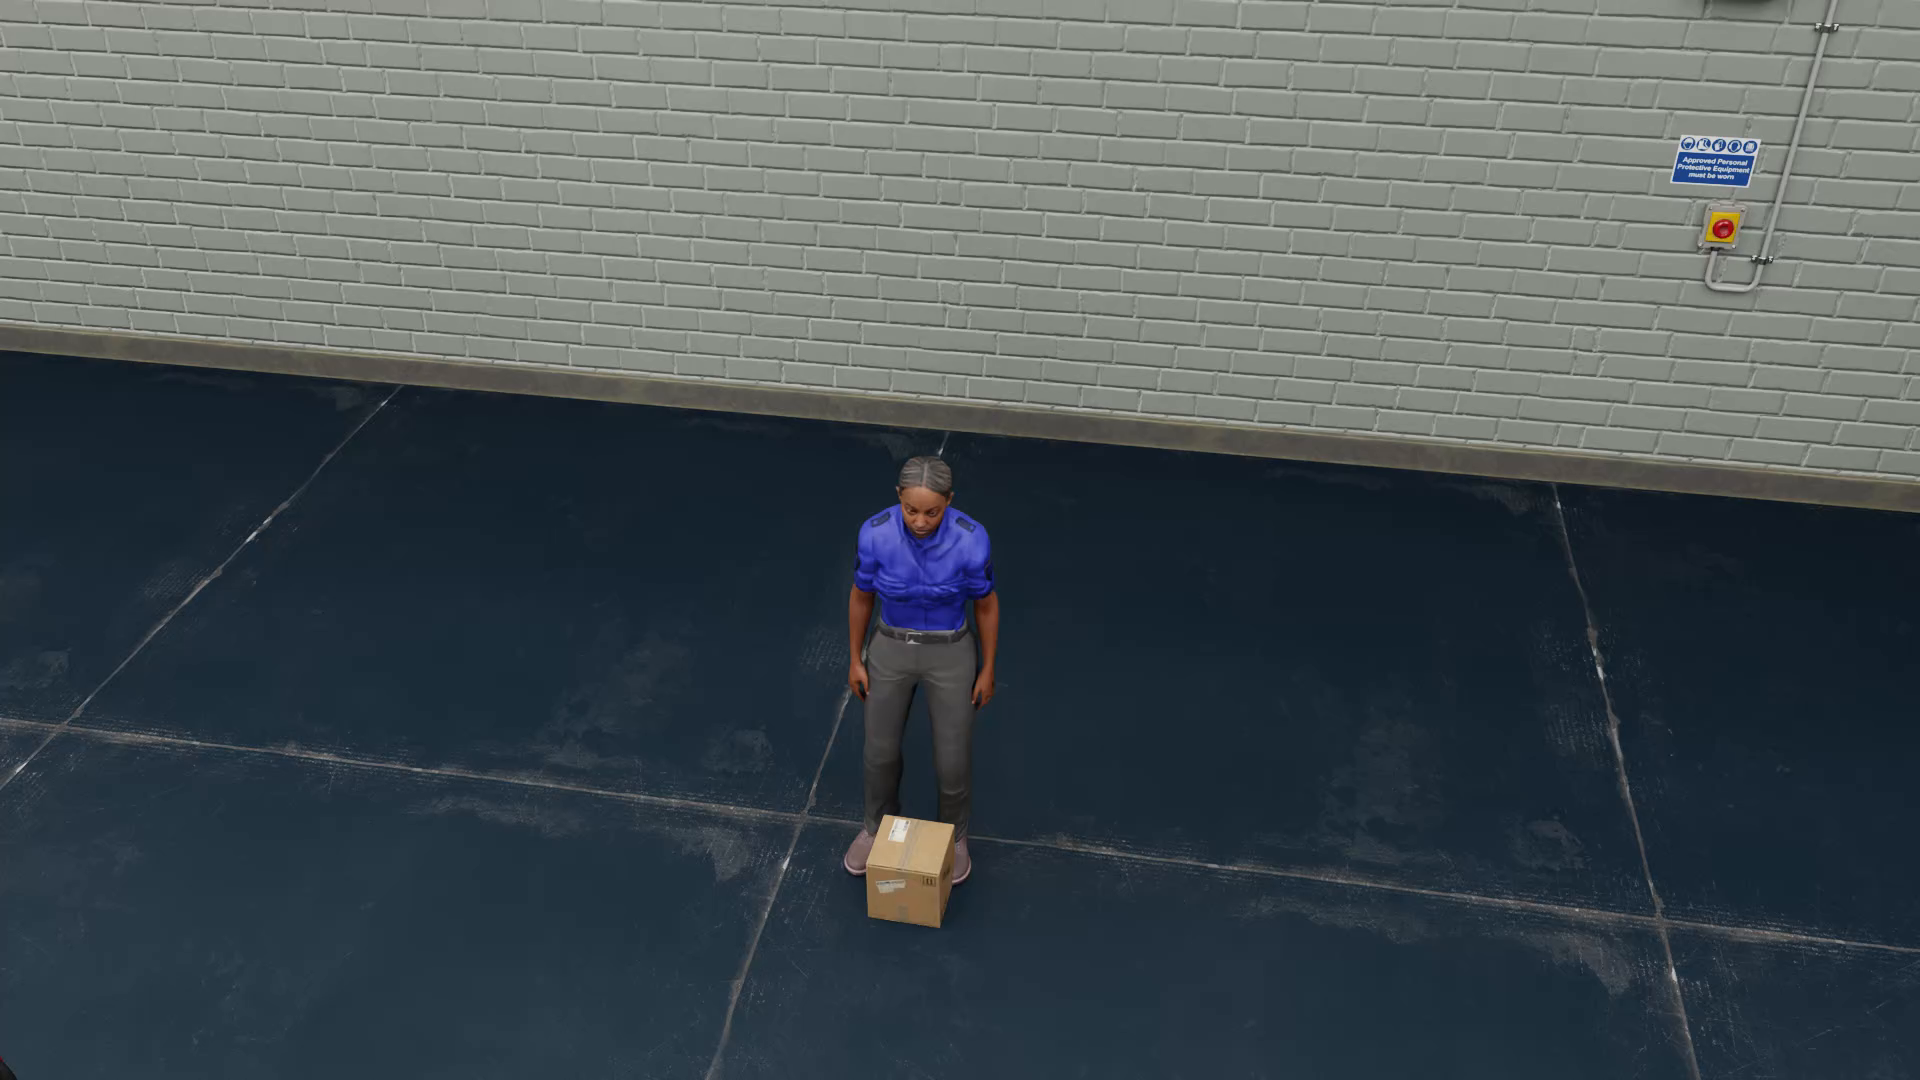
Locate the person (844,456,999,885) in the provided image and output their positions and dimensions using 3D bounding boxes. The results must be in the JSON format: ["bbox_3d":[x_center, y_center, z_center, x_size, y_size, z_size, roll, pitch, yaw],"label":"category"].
[{"bbox_3d":[-0.145,0.413,5.498,0.508,1.653,0.351,3,33,5],"label":"person"}]
